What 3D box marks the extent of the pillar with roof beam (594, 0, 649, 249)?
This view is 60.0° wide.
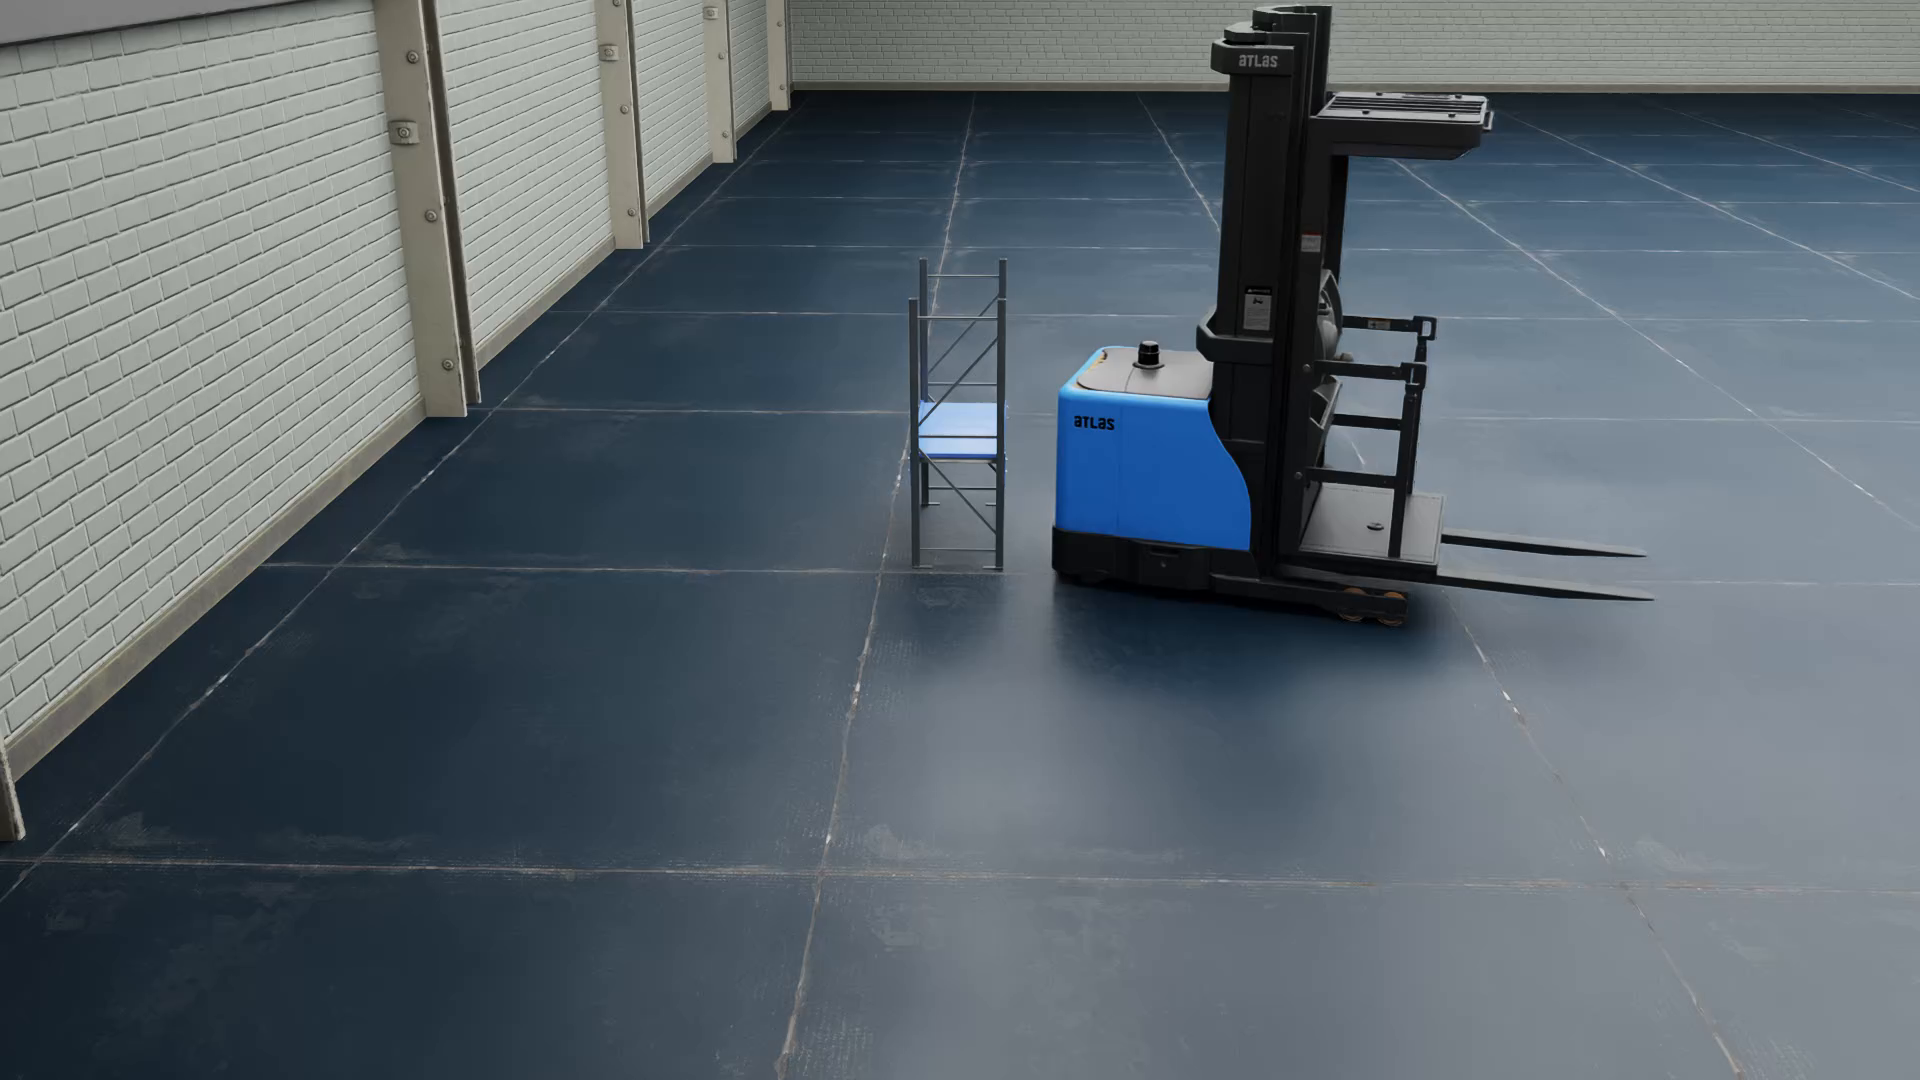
[{"bbox_3d":[0.832,-7.262,15.804,9.100,9.000,0.400,1,21,2],"label":"pillar with roof beam"}]

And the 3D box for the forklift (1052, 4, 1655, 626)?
[{"bbox_3d":[2.069,-1.148,8.435,3.031,2.935,1.130,7,22,16],"label":"forklift"}]

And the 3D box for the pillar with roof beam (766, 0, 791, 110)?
[{"bbox_3d":[1.197,-11.600,26.986,9.100,9.000,0.400,1,21,2],"label":"pillar with roof beam"}]

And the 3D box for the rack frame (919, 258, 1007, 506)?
[{"bbox_3d":[0.018,-0.914,9.811,0.500,1.500,0.032,1,21,2],"label":"rack frame"}]

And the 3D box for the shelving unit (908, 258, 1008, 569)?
[{"bbox_3d":[0.003,-0.730,9.337,0.538,1.500,1.048,1,21,2],"label":"shelving unit"}]

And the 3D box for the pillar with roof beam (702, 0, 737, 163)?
[{"bbox_3d":[1.014,-9.431,21.395,9.100,9.000,0.400,1,21,2],"label":"pillar with roof beam"}]

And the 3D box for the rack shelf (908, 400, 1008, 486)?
[{"bbox_3d":[0.003,-0.562,9.402,0.538,0.185,1.000,1,21,2],"label":"rack shelf"}]

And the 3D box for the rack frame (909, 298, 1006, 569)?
[{"bbox_3d":[-0.013,-0.546,8.863,0.500,1.500,0.032,1,21,2],"label":"rack frame"}]

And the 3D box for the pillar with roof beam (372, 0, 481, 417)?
[{"bbox_3d":[0.649,-5.092,10.213,9.100,9.000,0.400,1,21,2],"label":"pillar with roof beam"}]
